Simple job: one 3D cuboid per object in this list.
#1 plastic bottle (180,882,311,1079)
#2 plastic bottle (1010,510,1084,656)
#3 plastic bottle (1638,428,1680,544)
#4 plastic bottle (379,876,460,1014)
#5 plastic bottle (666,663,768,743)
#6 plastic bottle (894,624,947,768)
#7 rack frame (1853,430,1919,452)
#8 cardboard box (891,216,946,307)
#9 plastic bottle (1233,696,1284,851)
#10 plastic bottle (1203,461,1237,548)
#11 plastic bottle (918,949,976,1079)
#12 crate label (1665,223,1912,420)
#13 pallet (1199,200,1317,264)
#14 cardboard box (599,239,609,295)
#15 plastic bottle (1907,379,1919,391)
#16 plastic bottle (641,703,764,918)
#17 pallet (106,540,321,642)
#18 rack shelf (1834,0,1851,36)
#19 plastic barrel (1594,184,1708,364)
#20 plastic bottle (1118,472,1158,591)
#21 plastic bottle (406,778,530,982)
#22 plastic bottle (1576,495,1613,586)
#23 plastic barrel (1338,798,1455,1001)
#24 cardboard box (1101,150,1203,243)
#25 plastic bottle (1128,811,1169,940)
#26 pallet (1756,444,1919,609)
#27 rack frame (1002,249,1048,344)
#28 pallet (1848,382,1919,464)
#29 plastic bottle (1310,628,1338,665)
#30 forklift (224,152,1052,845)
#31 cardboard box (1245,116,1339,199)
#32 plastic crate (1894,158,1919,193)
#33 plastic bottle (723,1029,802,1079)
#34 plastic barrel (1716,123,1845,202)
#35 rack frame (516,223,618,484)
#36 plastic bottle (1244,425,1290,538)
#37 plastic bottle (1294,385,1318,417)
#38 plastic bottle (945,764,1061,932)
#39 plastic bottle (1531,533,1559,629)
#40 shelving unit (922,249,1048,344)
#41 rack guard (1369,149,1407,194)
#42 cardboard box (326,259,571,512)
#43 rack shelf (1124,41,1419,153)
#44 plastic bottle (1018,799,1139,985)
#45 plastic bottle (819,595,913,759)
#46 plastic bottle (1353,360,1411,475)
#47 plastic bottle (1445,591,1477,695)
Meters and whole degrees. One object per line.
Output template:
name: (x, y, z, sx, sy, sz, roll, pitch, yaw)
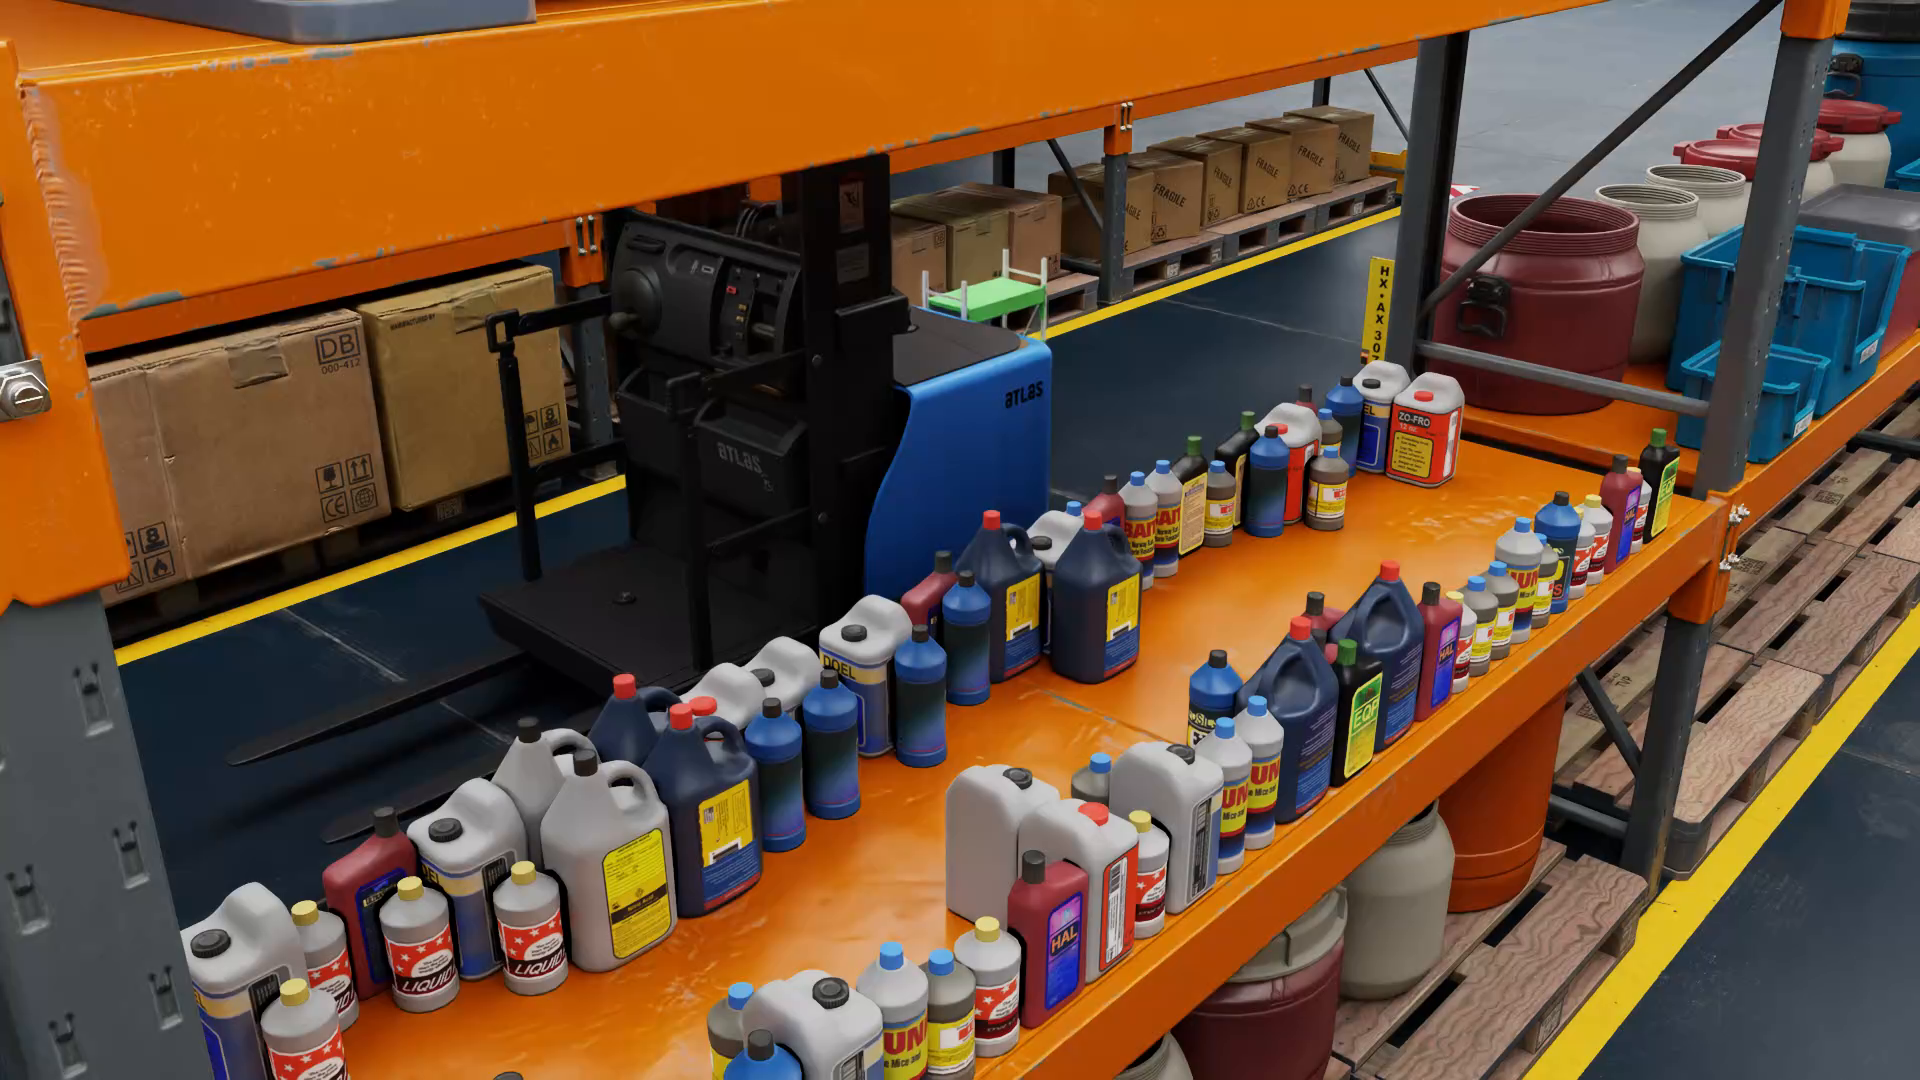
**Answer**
plastic bottle: (-1.003, 0.631, 2.329, 0.152, 0.276, 0.135, 20, 31, 38)
plastic bottle: (0.189, 0.086, 3.542, 0.152, 0.276, 0.135, 20, 31, 38)
plastic bottle: (1.692, -0.143, 4.046, 0.061, 0.283, 0.133, 20, 31, 38)
plastic bottle: (-0.812, 0.598, 2.493, 0.097, 0.201, 0.097, 0, 24, 0)
plastic bottle: (-0.423, 0.366, 2.920, 0.152, 0.276, 0.135, 20, 31, 38)
plastic bottle: (-0.073, 0.285, 3.106, 0.097, 0.271, 0.097, 0, 24, 0)
rack frame: (4.314, -1.655, 7.275, 1.000, 3.000, 0.127, 20, 31, 38)
cardboard box: (-0.506, -1.576, 9.615, 0.700, 0.500, 0.500, 17, 29, 33)
plastic bottle: (0.503, 0.394, 2.862, 0.097, 0.271, 0.097, 0, 24, 0)
plastic bottle: (0.619, -0.093, 4.033, 0.097, 0.201, 0.097, 0, 24, 0)
plastic bottle: (-0.026, 0.667, 2.339, 0.097, 0.201, 0.097, 0, 24, 0)
crate label: (2.509, -0.681, 5.060, 0.502, 0.435, 0.616, 20, 31, 38)
pallet: (1.861, -2.323, 12.172, 1.003, 0.211, 1.213, 20, 31, 38)
cardboard box: (-1.620, -1.403, 8.314, 0.500, 0.250, 0.500, 22, 32, 40)
plastic bottle: (4.784, -0.913, 8.412, 0.152, 0.276, 0.135, 20, 31, 38)
plastic bottle: (-0.425, 0.419, 2.710, 0.144, 0.351, 0.185, 20, 31, 38)
pallet: (-3.441, 0.073, 6.828, 1.003, 0.211, 1.213, 20, 31, 38)
rack shelf: (2.979, -2.086, 5.449, 1.077, 0.370, 4.000, 20, 31, 38)
plastic barrel: (2.172, -0.859, 5.363, 0.421, 0.512, 0.421, 0, 24, 0)
plastic bottle: (0.400, -0.025, 3.796, 0.097, 0.271, 0.097, 0, 24, 0)
plastic bottle: (-0.759, 0.519, 2.577, 0.152, 0.276, 0.135, 20, 31, 38)
plastic bottle: (1.447, -0.005, 3.838, 0.097, 0.201, 0.097, 0, 24, 0)
plastic barrel: (1.020, 0.857, 4.199, 0.421, 0.512, 0.421, 0, 24, 0)
cardboard box: (1.299, -2.346, 11.358, 0.500, 0.500, 0.500, -13, 27, -27)
plastic bottle: (0.283, 0.526, 2.653, 0.097, 0.201, 0.097, 0, 24, 0)
pallet: (3.818, -0.133, 7.288, 1.003, 0.211, 1.213, 20, 31, 38)
rack frame: (0.274, -0.659, 7.252, 0.240, 1.200, 0.015, 21, 32, 39)
pallet: (4.793, -0.576, 8.276, 1.003, 0.211, 1.213, 20, 31, 38)
plastic bottle: (0.671, 0.285, 3.090, 0.061, 0.283, 0.133, 20, 31, 38)
forklift: (-1.014, -0.807, 5.467, 1.130, 2.935, 3.031, 21, 32, 39)
cardboard box: (2.492, -2.900, 12.593, 0.500, 0.500, 0.500, -15, 28, -30)
plastic crate: (3.809, -1.227, 6.339, 0.392, 0.384, 0.575, 20, 31, 38)
plastic bottle: (-0.246, 0.736, 2.101, 0.097, 0.271, 0.097, 0, 24, 0)
plastic barrel: (3.022, -1.262, 6.232, 0.433, 0.535, 0.433, 0, 24, 0)
rack frame: (-2.044, -1.789, 7.573, 1.000, 3.000, 0.127, 20, 31, 38)
plastic bottle: (0.753, -0.149, 4.072, 0.097, 0.271, 0.097, 0, 24, 0)
plastic bottle: (0.861, -0.252, 4.288, 0.061, 0.283, 0.133, 20, 31, 38)
plastic bottle: (0.072, 0.478, 2.668, 0.152, 0.276, 0.135, 20, 31, 38)
plastic bottle: (1.252, 0.084, 3.640, 0.097, 0.201, 0.097, 0, 24, 0)
shelving unit: (0.106, -0.586, 7.091, 0.258, 1.200, 0.503, 21, 32, 39)
rack guard: (3.244, -3.062, 13.469, 1.175, 0.500, 0.348, 20, 31, 38)
cardboard box: (-2.521, -0.806, 7.465, 1.225, 0.875, 0.875, 18, 30, 35)
rack shelf: (1.960, -3.288, 11.797, 1.077, 0.370, 4.000, 20, 31, 38)
plastic bottle: (0.185, 0.520, 2.576, 0.152, 0.276, 0.135, 20, 31, 38)
plastic bottle: (-0.178, 0.254, 3.169, 0.152, 0.276, 0.135, 20, 31, 38)
plastic bottle: (1.115, -0.336, 4.485, 0.152, 0.276, 0.135, 20, 31, 38)
plastic bottle: (0.992, 0.202, 3.375, 0.097, 0.201, 0.097, 0, 24, 0)
